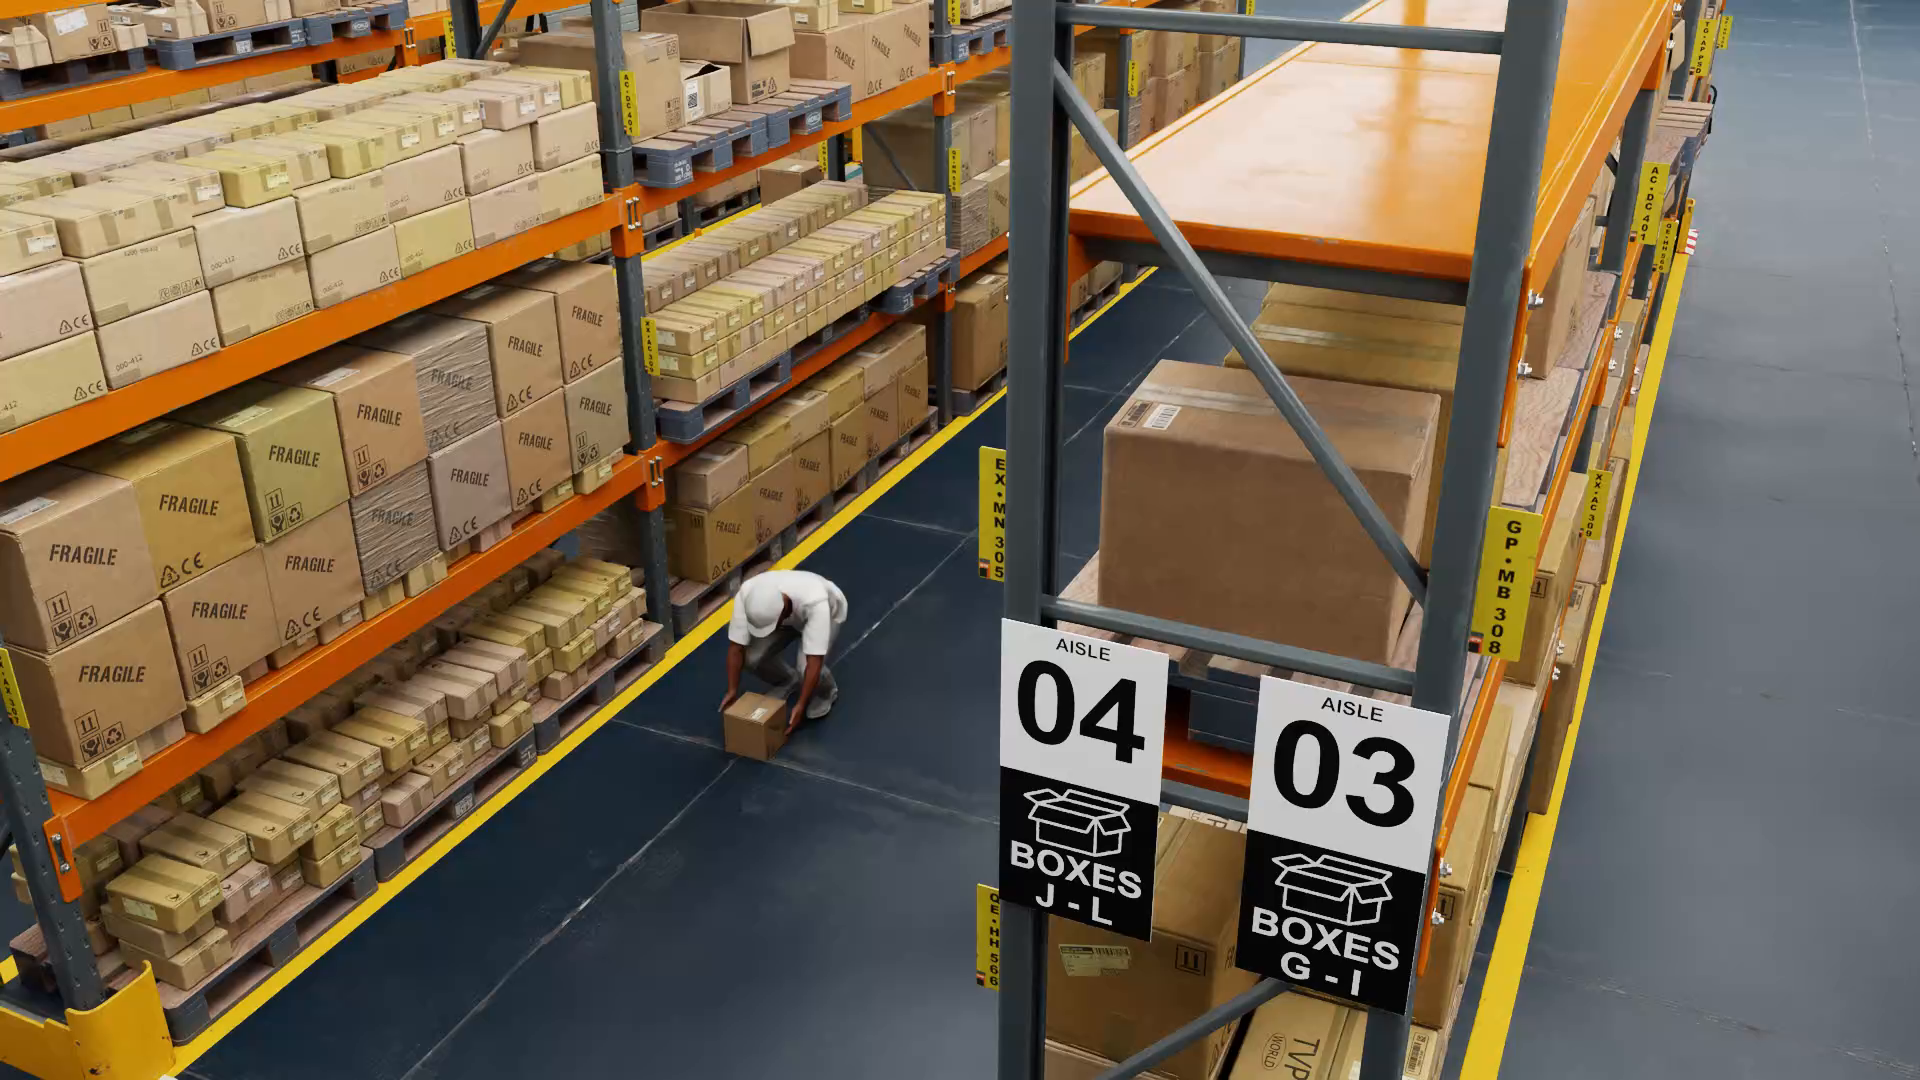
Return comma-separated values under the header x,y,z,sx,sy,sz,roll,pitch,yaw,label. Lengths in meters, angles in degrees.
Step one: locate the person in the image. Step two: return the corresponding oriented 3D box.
x,y,z,sx,sy,sz,roll,pitch,yaw,label
-0.921,0.545,9.173,0.584,0.994,0.894,11,28,22,person
